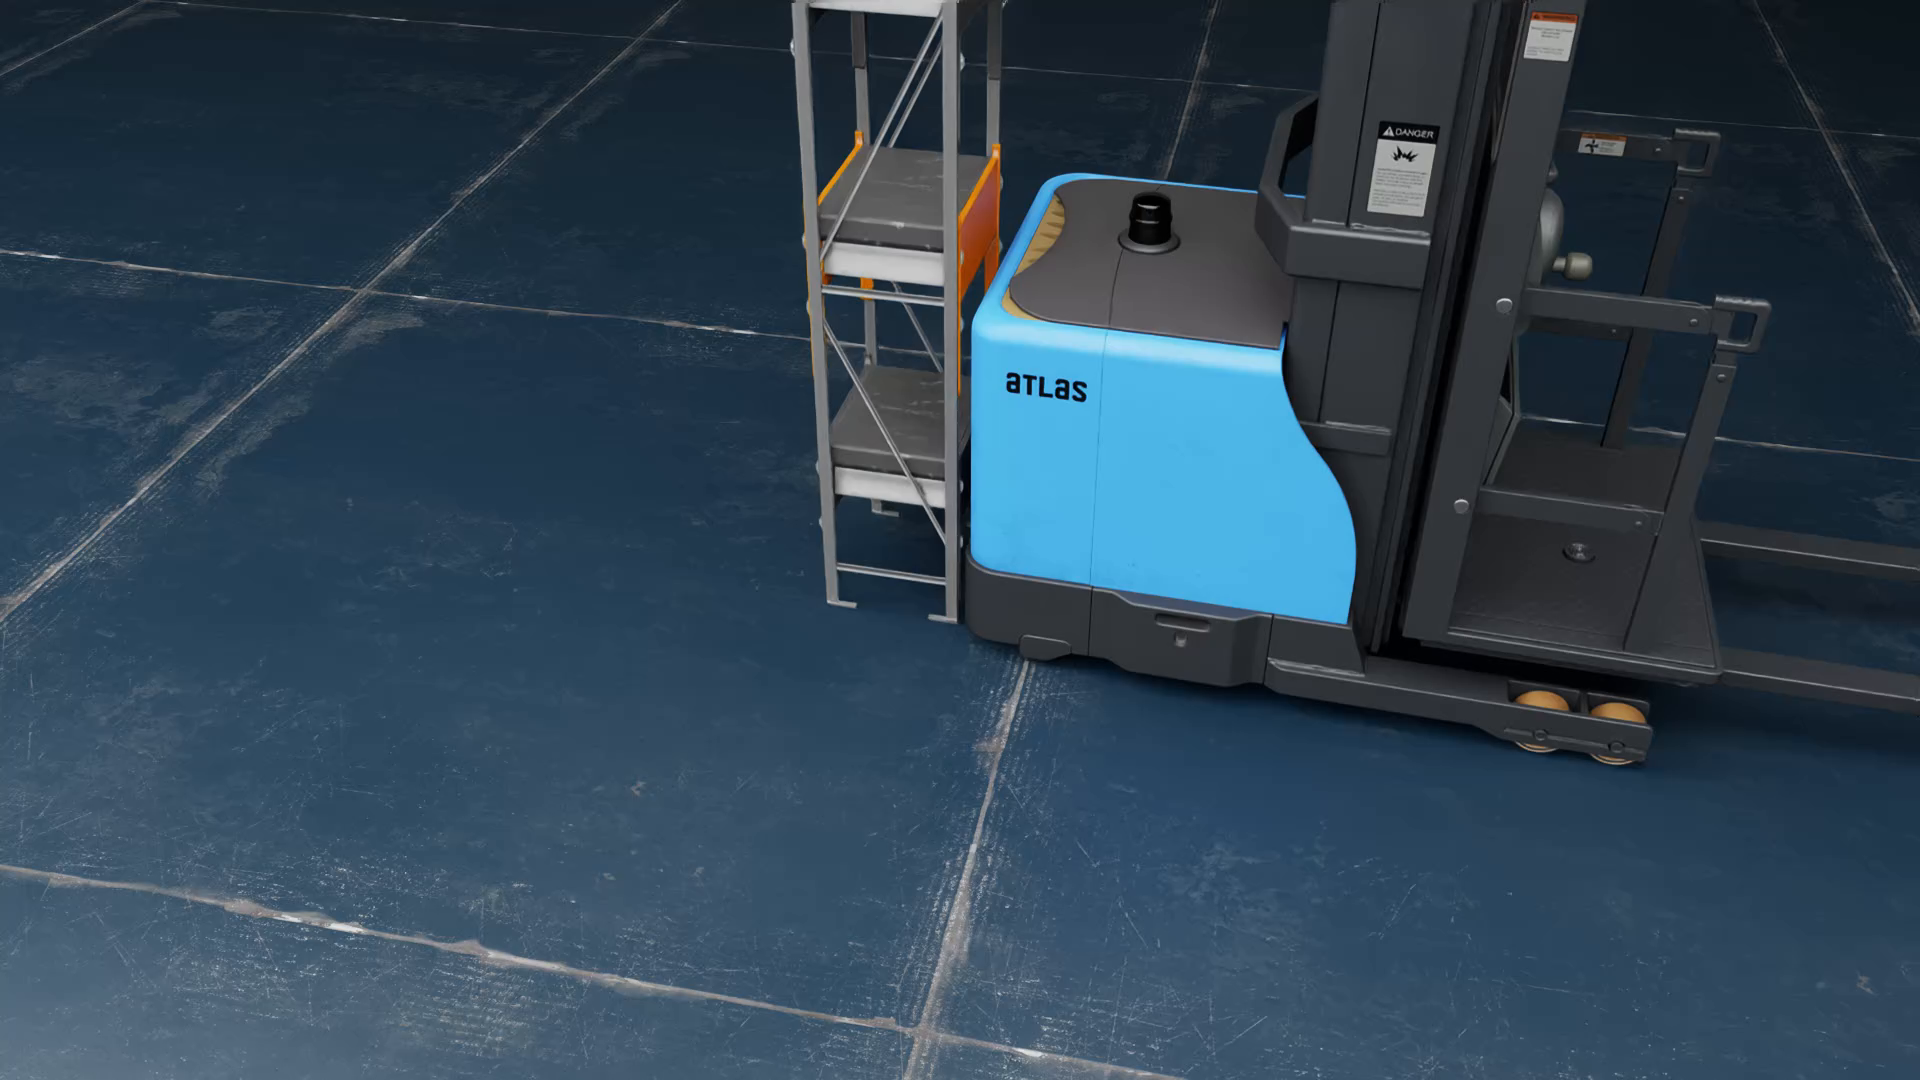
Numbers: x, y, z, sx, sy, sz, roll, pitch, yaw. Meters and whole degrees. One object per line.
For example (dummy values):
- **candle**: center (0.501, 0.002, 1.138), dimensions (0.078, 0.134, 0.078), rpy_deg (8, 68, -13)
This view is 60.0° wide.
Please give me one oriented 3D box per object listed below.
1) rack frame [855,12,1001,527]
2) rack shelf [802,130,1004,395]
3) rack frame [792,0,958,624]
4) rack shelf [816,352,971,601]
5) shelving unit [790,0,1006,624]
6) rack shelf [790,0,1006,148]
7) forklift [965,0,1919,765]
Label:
- **rack frame**: center (-0.088, -0.912, 4.719), dimensions (0.400, 2.100, 0.015), rpy_deg (8, 37, 11)
- **rack shelf**: center (-0.144, -0.761, 4.535), dimensions (0.431, 0.518, 0.480), rpy_deg (8, 37, 11)
- **rack frame**: center (-0.201, -0.633, 4.334), dimensions (0.400, 2.100, 0.015), rpy_deg (8, 37, 11)
- **rack shelf**: center (-0.144, -0.195, 4.945), dimensions (0.431, 0.518, 0.480), rpy_deg (8, 37, 11)
- **shelving unit**: center (-0.144, -0.773, 4.527), dimensions (0.431, 2.100, 0.503), rpy_deg (8, 37, 11)
- **rack shelf**: center (-0.144, -1.328, 4.124), dimensions (0.431, 0.518, 0.480), rpy_deg (8, 37, 11)
- **forklift**: center (1.590, -0.935, 4.042), dimensions (3.031, 2.935, 1.130), rpy_deg (8, 37, 12)
